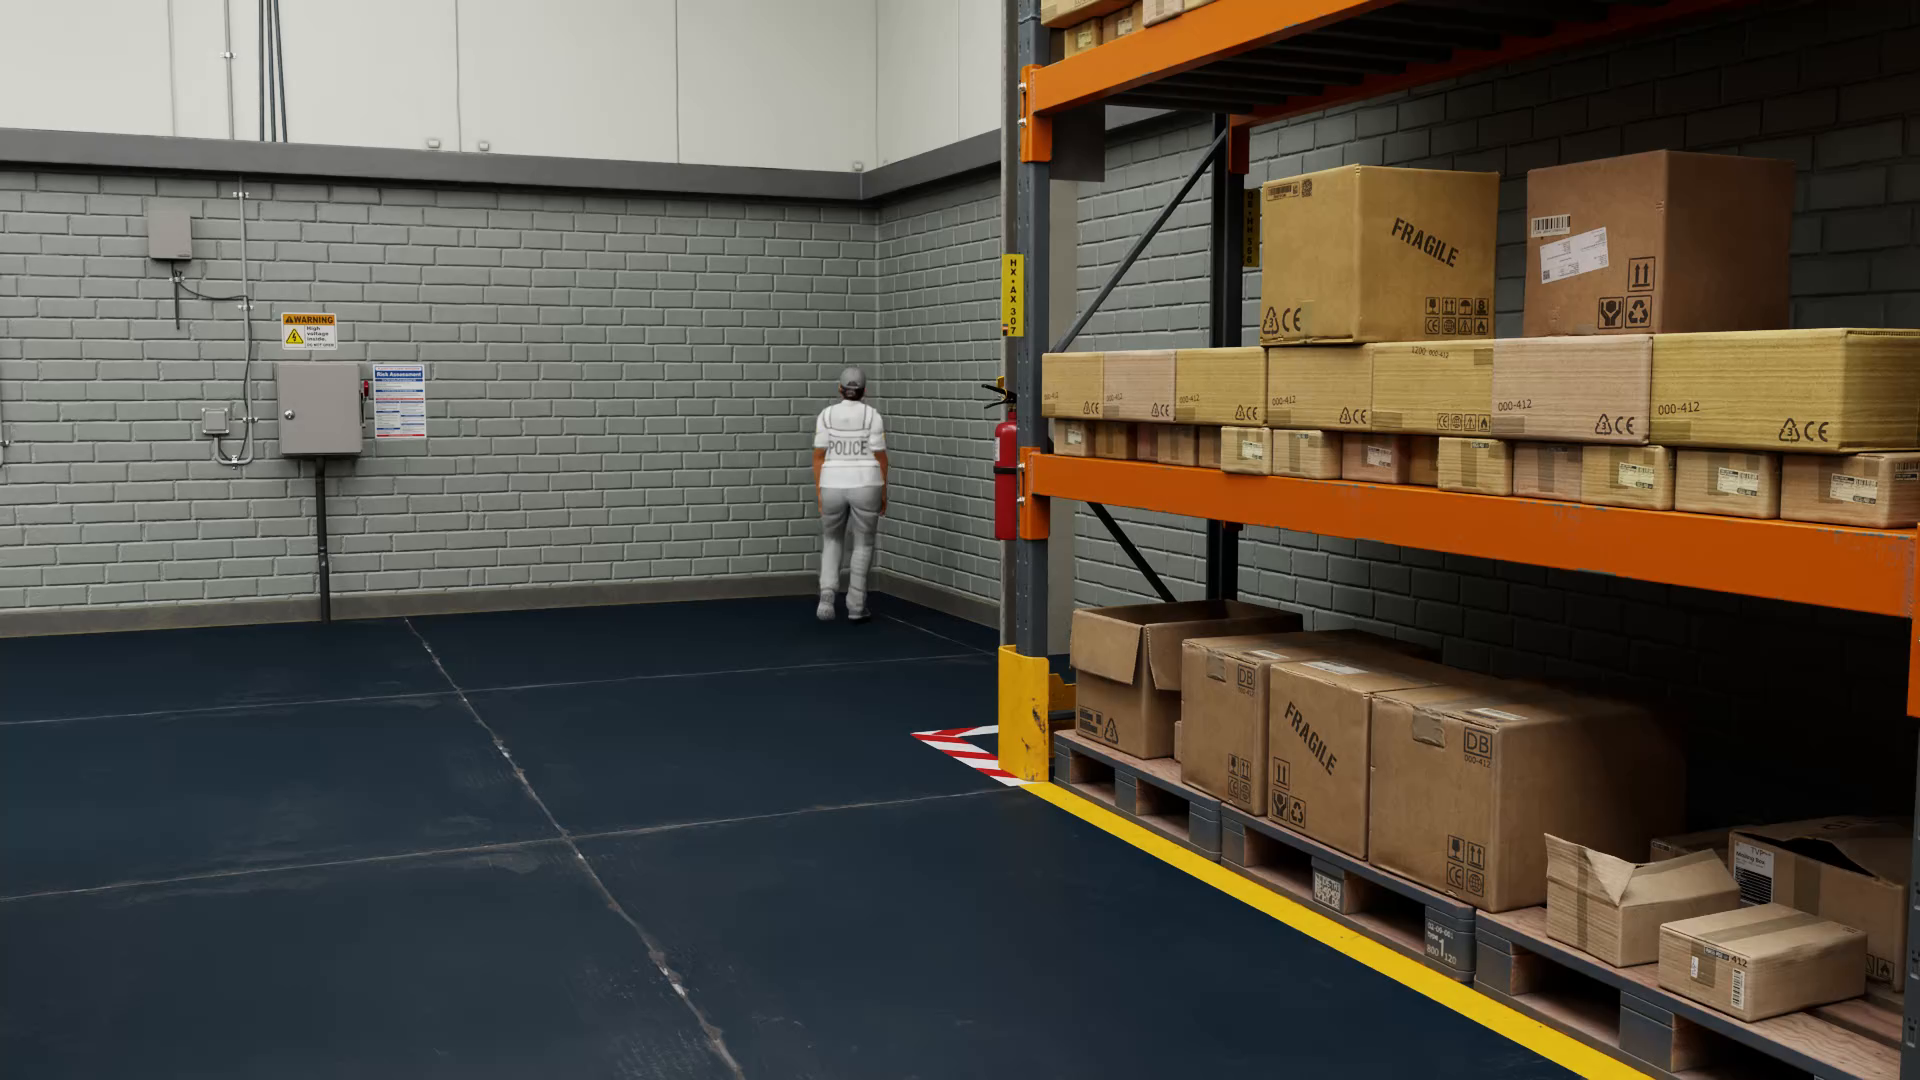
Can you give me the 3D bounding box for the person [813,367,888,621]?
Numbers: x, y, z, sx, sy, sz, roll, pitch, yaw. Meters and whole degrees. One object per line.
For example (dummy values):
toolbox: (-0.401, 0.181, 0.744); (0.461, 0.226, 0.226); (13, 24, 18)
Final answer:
person: (-0.708, -0.293, 10.966); (0.481, 1.686, 0.445); (1, 6, 10)
